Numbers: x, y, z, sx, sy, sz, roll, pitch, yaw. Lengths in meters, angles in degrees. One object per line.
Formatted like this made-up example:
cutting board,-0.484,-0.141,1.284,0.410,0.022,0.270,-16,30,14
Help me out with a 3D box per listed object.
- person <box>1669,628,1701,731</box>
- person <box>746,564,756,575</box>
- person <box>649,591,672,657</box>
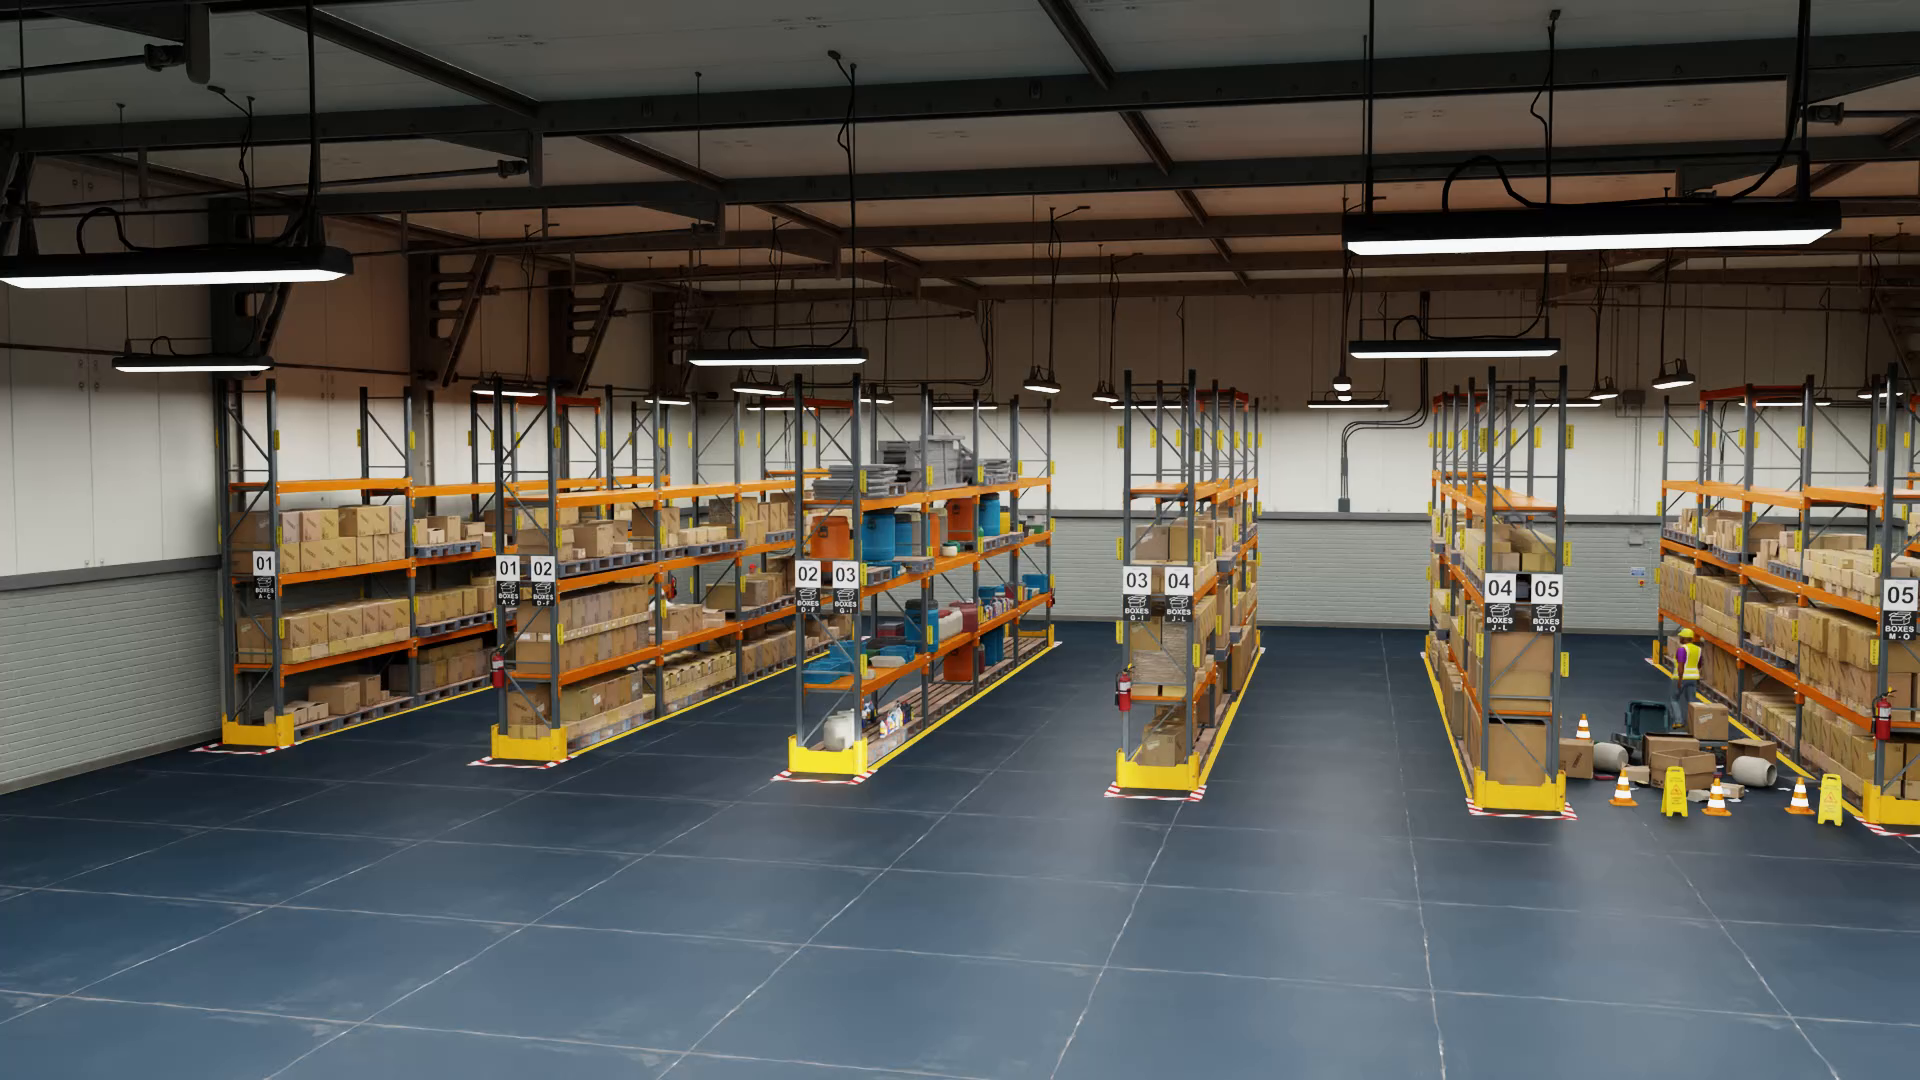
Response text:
person,12.507,2.420,28.525,0.546,1.785,0.551,0,3,-4
person,-5.556,1.471,44.931,0.654,1.685,0.639,1,4,21
person,-6.623,1.936,36.537,0.573,1.704,1.077,1,4,16
